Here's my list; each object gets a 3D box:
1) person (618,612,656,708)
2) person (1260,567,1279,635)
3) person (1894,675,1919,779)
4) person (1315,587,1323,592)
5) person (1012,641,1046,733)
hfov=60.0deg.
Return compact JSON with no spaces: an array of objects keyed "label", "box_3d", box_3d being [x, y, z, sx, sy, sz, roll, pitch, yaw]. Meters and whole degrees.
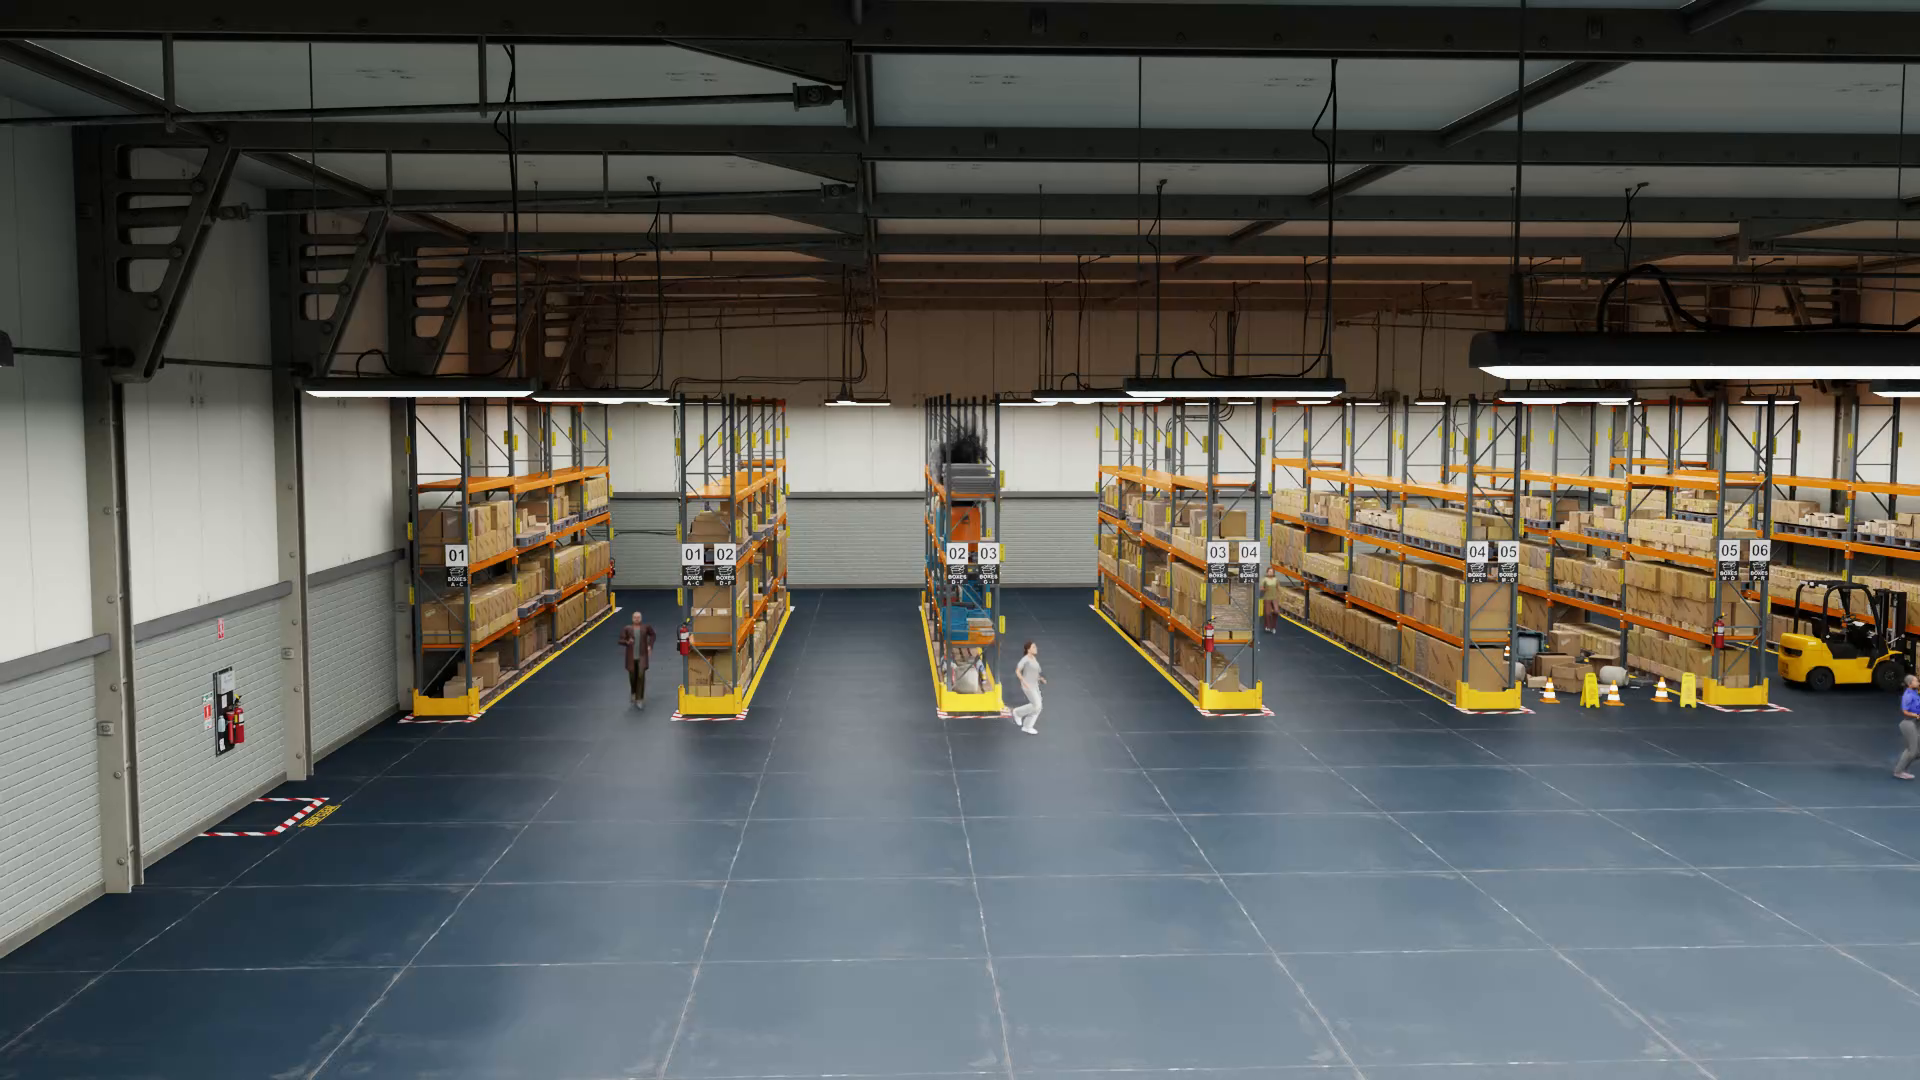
[{"label":"person","box_3d":[-6.216,2.276,31.973,0.703,1.794,0.904,-1,5,-7]},{"label":"person","box_3d":[7.908,1.546,42.355,0.558,1.705,0.670,0,5,-3]},{"label":"person","box_3d":[14.730,2.883,25.612,0.551,1.613,0.565,4,6,44]},{"label":"person","box_3d":[10.330,1.019,49.061,0.614,1.694,0.828,-4,6,-39]},{"label":"person","box_3d":[1.228,2.600,29.419,0.566,1.633,0.577,2,5,29]}]
